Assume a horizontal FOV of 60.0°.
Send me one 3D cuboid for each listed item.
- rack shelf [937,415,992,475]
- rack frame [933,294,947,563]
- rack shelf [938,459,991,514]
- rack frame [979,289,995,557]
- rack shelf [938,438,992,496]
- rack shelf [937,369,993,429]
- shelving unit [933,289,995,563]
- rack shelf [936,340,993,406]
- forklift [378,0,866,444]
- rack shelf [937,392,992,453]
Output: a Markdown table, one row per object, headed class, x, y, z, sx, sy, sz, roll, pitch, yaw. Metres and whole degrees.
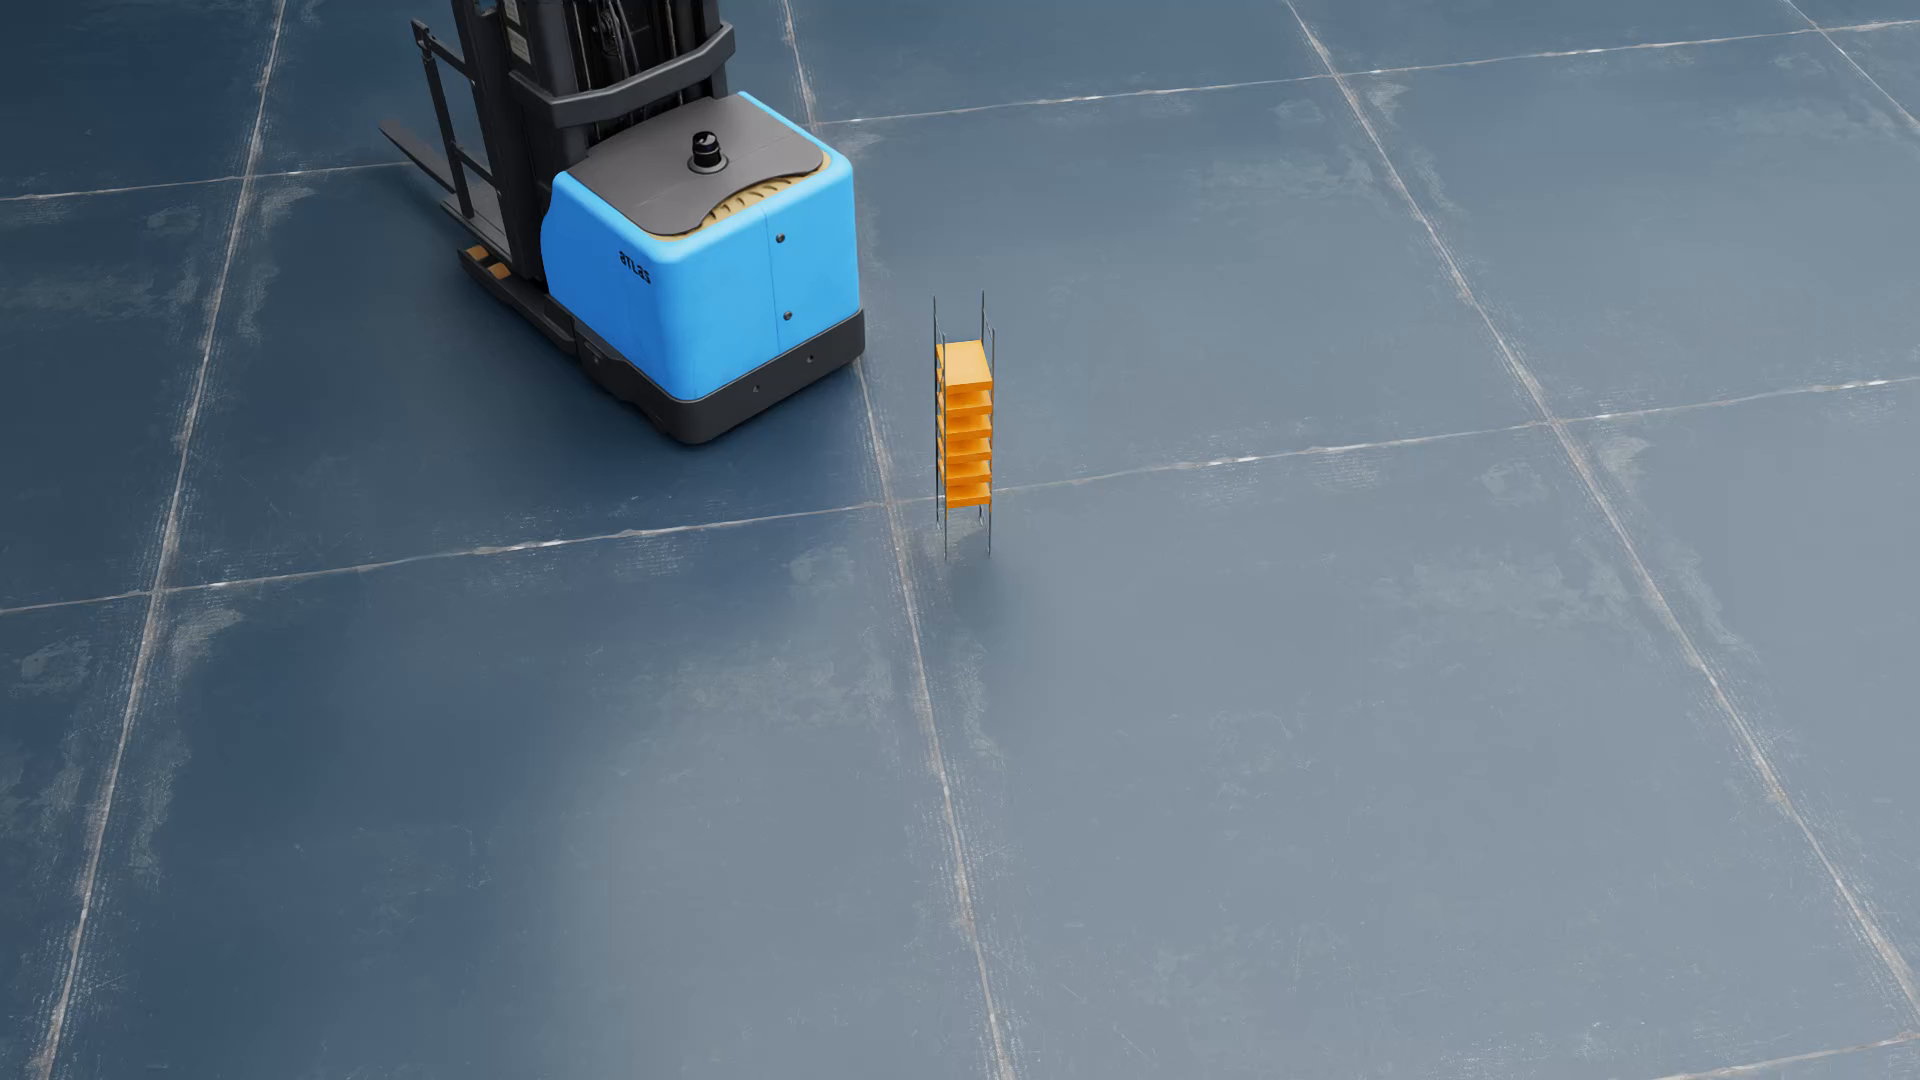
| class | x | y | z | sx | sy | sz | roll | pitch | yaw |
| --- | --- | --- | --- | --- | --- | --- | --- | --- | --- |
| rack shelf | 0.014 | -0.387 | 6.545 | 0.180 | 0.103 | 0.258 | -7 | 46 | -7 |
| rack frame | -0.076 | -0.407 | 6.502 | 0.006 | 1.200 | 0.240 | -7 | 46 | -7 |
| rack shelf | 0.014 | -0.221 | 6.718 | 0.180 | 0.103 | 0.258 | -7 | 46 | -7 |
| rack frame | 0.104 | -0.429 | 6.524 | 0.006 | 1.200 | 0.240 | -7 | 46 | -7 |
| rack shelf | 0.014 | -0.304 | 6.631 | 0.180 | 0.103 | 0.258 | -7 | 46 | -7 |
| rack shelf | 0.014 | -0.554 | 6.372 | 0.180 | 0.103 | 0.258 | -7 | 46 | -7 |
| shelving unit | 0.014 | -0.418 | 6.513 | 0.189 | 1.200 | 0.258 | -7 | 46 | -7 |
| rack shelf | 0.014 | -0.637 | 6.286 | 0.180 | 0.103 | 0.258 | -7 | 46 | -7 |
| forklift | -1.801 | -2.414 | 7.234 | 1.130 | 2.935 | 3.031 | -33 | 55 | -28 |
| rack shelf | 0.014 | -0.471 | 6.458 | 0.180 | 0.103 | 0.258 | -7 | 46 | -7 |
